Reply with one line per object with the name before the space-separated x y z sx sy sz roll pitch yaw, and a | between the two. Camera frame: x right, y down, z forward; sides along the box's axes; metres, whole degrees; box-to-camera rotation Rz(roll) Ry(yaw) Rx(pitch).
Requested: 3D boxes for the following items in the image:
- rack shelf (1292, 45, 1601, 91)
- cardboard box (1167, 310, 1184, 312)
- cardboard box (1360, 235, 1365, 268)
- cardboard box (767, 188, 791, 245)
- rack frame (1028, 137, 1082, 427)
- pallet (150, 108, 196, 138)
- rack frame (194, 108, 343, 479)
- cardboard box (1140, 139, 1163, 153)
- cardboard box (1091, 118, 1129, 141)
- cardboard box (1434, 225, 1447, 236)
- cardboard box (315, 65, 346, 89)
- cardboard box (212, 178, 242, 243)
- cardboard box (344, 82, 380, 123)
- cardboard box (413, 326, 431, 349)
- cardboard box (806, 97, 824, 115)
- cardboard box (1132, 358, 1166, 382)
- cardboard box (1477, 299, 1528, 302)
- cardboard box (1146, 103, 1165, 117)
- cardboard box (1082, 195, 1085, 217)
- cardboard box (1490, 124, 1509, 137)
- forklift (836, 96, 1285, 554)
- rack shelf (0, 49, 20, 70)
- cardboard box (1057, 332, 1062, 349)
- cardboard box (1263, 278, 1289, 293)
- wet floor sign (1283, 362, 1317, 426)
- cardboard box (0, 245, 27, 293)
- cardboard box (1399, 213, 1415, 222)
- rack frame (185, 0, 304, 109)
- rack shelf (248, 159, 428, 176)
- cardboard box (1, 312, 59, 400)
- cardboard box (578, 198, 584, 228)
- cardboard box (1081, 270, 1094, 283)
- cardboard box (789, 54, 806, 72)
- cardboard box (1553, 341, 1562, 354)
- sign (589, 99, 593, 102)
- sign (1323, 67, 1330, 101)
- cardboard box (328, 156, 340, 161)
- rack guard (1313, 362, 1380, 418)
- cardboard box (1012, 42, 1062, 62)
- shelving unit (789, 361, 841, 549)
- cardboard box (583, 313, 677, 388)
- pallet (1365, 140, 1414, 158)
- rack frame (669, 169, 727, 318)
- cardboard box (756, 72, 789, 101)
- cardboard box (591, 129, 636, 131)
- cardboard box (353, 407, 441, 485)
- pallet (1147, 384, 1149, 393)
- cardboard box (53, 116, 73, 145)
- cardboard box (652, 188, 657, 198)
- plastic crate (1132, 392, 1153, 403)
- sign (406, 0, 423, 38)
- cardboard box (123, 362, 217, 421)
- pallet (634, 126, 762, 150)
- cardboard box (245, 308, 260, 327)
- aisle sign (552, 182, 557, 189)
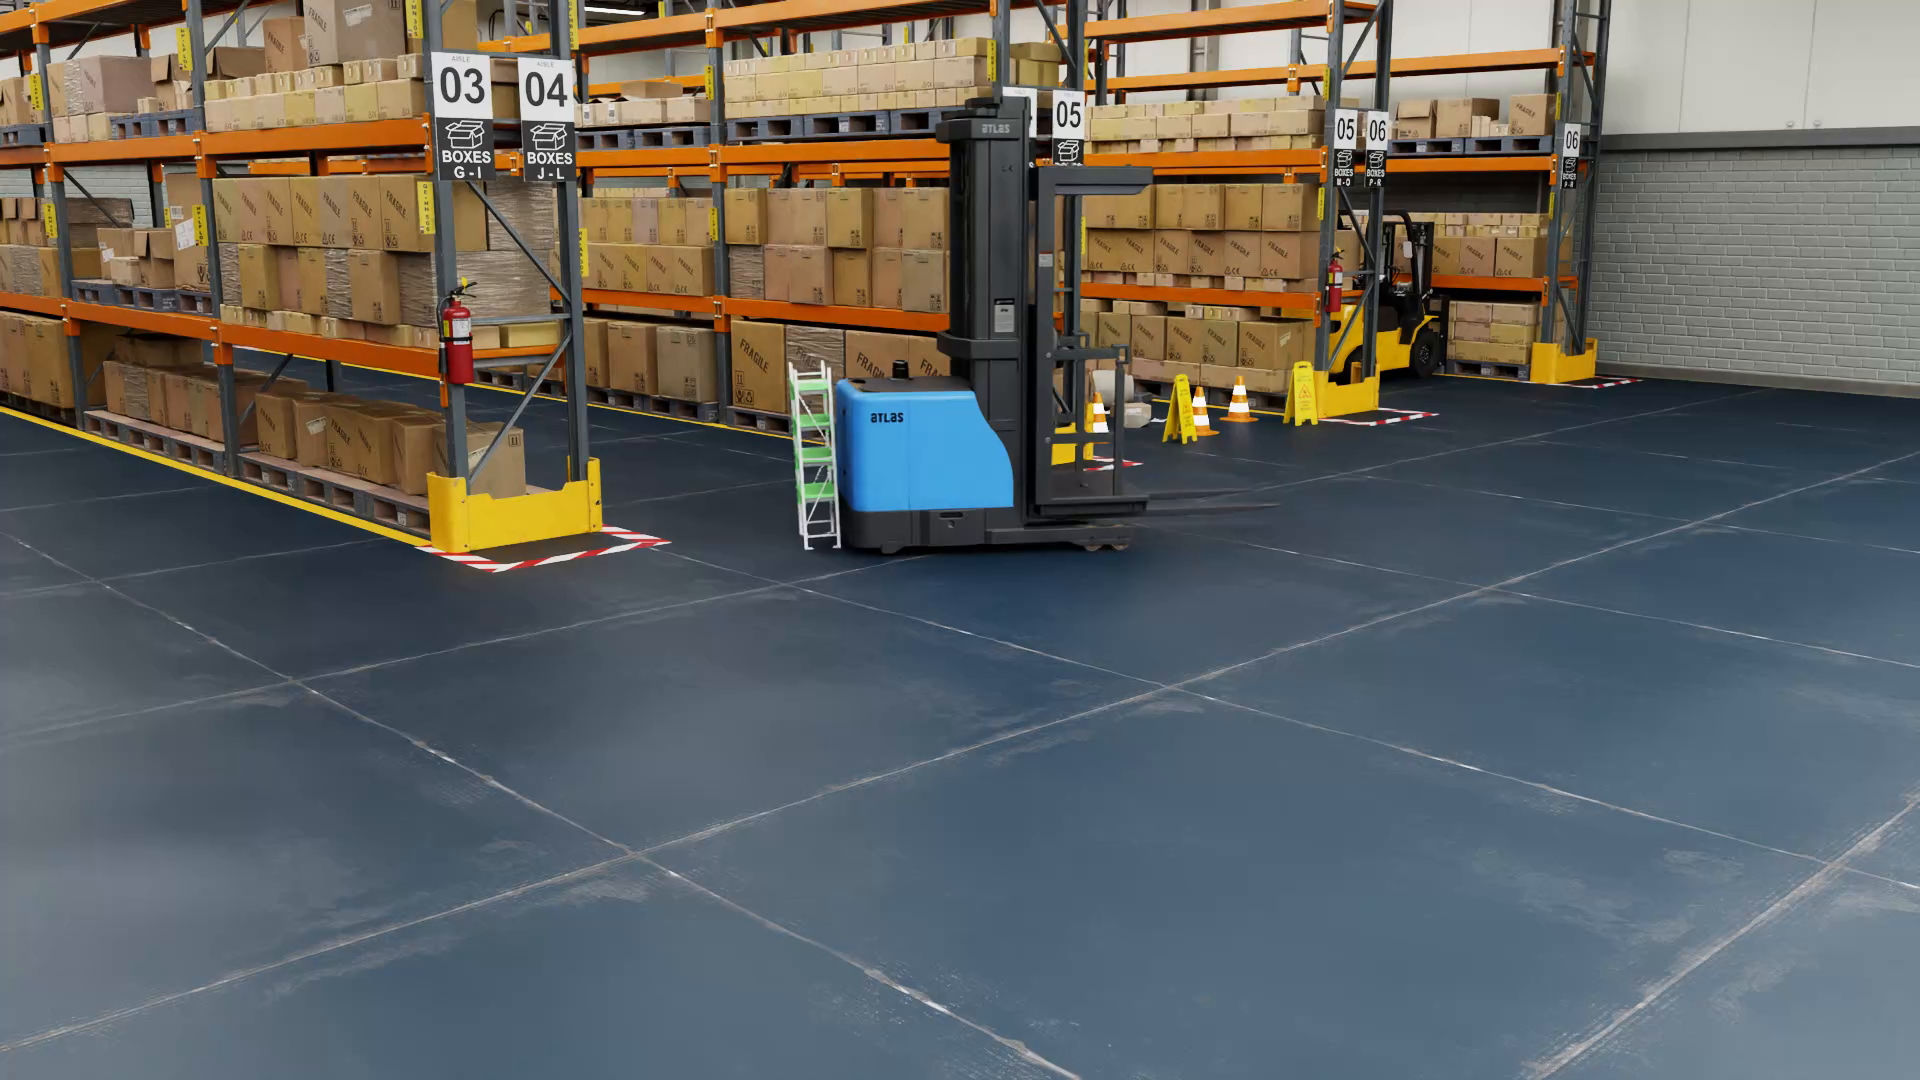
rack shelf | 6.383 -6.228 22.113 1.077 0.370 4.000 -11 16 -43
cardboard box | 2.369 -2.541 20.225 0.500 0.500 0.500 -11 16 -42
cardboard box | 5.841 -3.930 22.805 0.500 0.500 0.500 -11 16 -43
cardboard box | -1.402 -3.213 16.523 0.875 0.550 0.550 -11 16 -43
rack frame | 0.666 -2.149 14.409 1.000 3.000 0.127 -11 16 -43
pallet | -6.102 -3.539 14.185 1.213 0.211 1.003 -11 16 -43
rack frame | -5.753 -2.056 13.959 1.000 3.000 0.127 -11 16 -43
cardboard box | 2.279 -4.503 19.026 0.380 0.149 0.250 -11 16 -44
cardboard box | 1.883 -4.802 19.489 0.500 0.250 0.500 -11 16 -43
cardboard box | 6.418 -4.108 22.061 0.380 0.149 0.250 -11 16 -42
cardboard box | -4.301 -3.252 11.710 0.250 0.149 0.380 11 16 42
cardboard box | -5.626 -2.640 13.328 0.500 0.500 0.500 -11 16 -43
cardboard box | -3.854 -2.976 11.360 0.500 0.250 0.500 -11 16 -42
cardboard box | -3.509 -1.399 11.391 0.380 0.149 0.250 -11 16 -43
cardboard box | -1.210 -4.048 15.524 0.380 0.149 0.250 -11 16 -43
cardboard box | 2.372 -2.019 19.552 0.500 0.250 0.500 -11 16 -43
cardboard box | 7.221 -3.063 22.143 0.500 0.250 0.500 -11 16 -42
cardboard box | 2.335 -4.900 18.975 0.380 0.149 0.250 -11 16 -43
cardboard box | 1.561 -4.027 20.063 0.700 0.500 0.500 -11 16 -43
cardboard box | 6.972 -5.225 21.240 0.250 0.149 0.380 11 16 44
forklift | 0.697 -1.469 11.279 3.031 2.935 1.130 -2 12 -11
rack shelf | -12.659 -5.906 20.551 1.077 0.370 4.000 -11 16 -43
cardboard box | 1.050 -2.432 21.255 0.950 0.372 0.625 -11 16 -42
cardboard box | 3.508 -2.777 18.079 0.380 0.149 0.250 -11 16 -43
wet floor sign | 3.534 -1.524 17.208 0.267 0.644 0.232 -5 13 -23
cardboard box | -10.087 -2.950 18.049 0.500 0.500 0.500 -10 16 -41
cardboard box | 6.139 -4.343 22.467 0.380 0.149 0.250 -11 16 -42
rack frame | -5.753 -4.995 13.354 1.000 3.000 0.127 -11 16 -43
rack shelf | -9.002 -5.309 24.096 1.077 0.370 4.000 -11 16 -43
cardboard box | -9.587 -2.040 18.104 1.225 0.875 0.875 -11 16 -42
cardboard box | -4.205 -3.715 19.283 0.700 0.500 0.500 -11 16 -43
cardboard box | 1.612 -3.194 20.104 0.380 0.149 0.250 -10 15 -41
cardboard box | -1.385 -4.475 15.624 0.380 0.149 0.250 -11 16 -42
cardboard box | 7.566 -2.504 21.904 0.500 0.250 0.500 -11 16 -42
sign | -4.451 -5.154 20.083 0.100 0.325 0.005 -11 16 -43
sign | 3.761 -4.682 17.075 0.100 0.325 0.005 -11 16 -43
cardboard box | -8.491 -5.405 23.149 0.500 0.250 0.500 -11 16 -43
rack guard | 4.124 -1.640 18.135 1.175 0.500 0.348 -11 16 -43
cardboard box | 0.666 -4.233 14.450 0.380 0.149 0.250 -11 16 -42
shelving unit | -0.983 -0.583 11.241 0.258 1.200 0.503 -4 12 -9
cardboard box | -3.897 -2.192 19.151 1.050 0.750 0.750 -11 16 -42
pallet | 5.609 -5.435 23.142 1.003 0.211 1.213 -11 16 -43
rack frame | -4.110 -4.605 26.329 1.000 3.000 0.127 -11 16 -43
cardboard box | -1.611 -4.345 15.980 0.500 0.250 0.500 -11 16 -43
cardboard box | -3.920 -4.886 19.192 0.500 0.311 0.500 -11 16 -43
cardboard box | -4.266 -0.724 12.646 0.500 0.500 0.500 -9 15 -37
pallet | 1.904 -1.979 20.492 1.003 0.211 1.213 -11 16 -43
cardboard box | -8.375 -3.932 16.000 0.500 0.250 0.500 -11 16 -42
cardboard box | -4.657 -5.516 26.416 0.380 0.149 0.250 -10 16 -41
plastic crate | 1.905 -1.664 19.290 0.583 0.080 0.402 6 13 26
sign | -3.406 -3.301 10.373 0.100 0.325 0.005 -11 16 -43
cardboard box | -7.646 -1.457 16.155 0.500 0.500 0.700 10 15 40
pallet | -2.765 -4.235 17.575 1.217 0.209 0.805 11 16 43
cardboard box | -5.466 -1.789 13.285 0.380 0.149 0.250 -11 16 -43
aisle sign | -7.132 -6.432 28.755 0.394 0.787 0.004 -11 16 -43
